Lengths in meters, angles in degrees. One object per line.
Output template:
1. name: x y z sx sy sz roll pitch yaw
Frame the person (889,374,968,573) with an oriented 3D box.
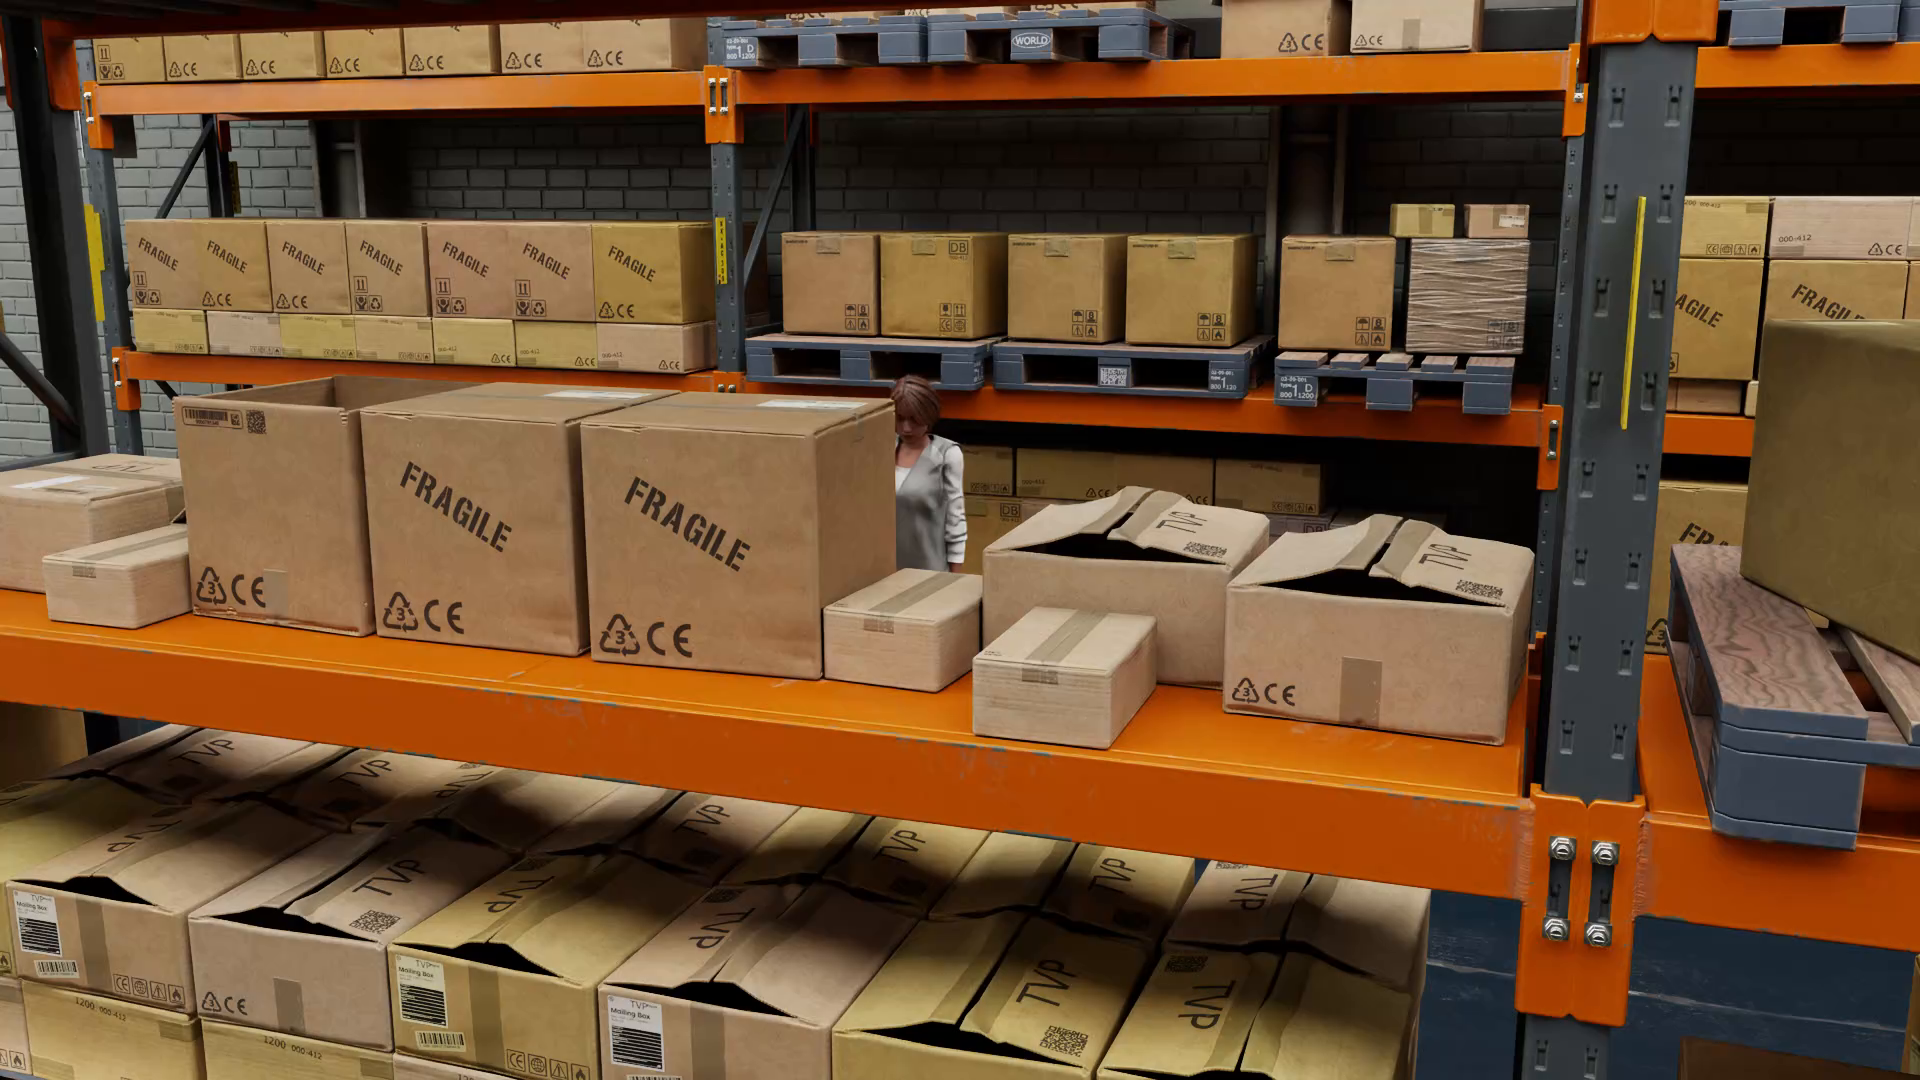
1. person: -0.163 0.188 6.153 0.407 1.583 0.299 4 13 20
